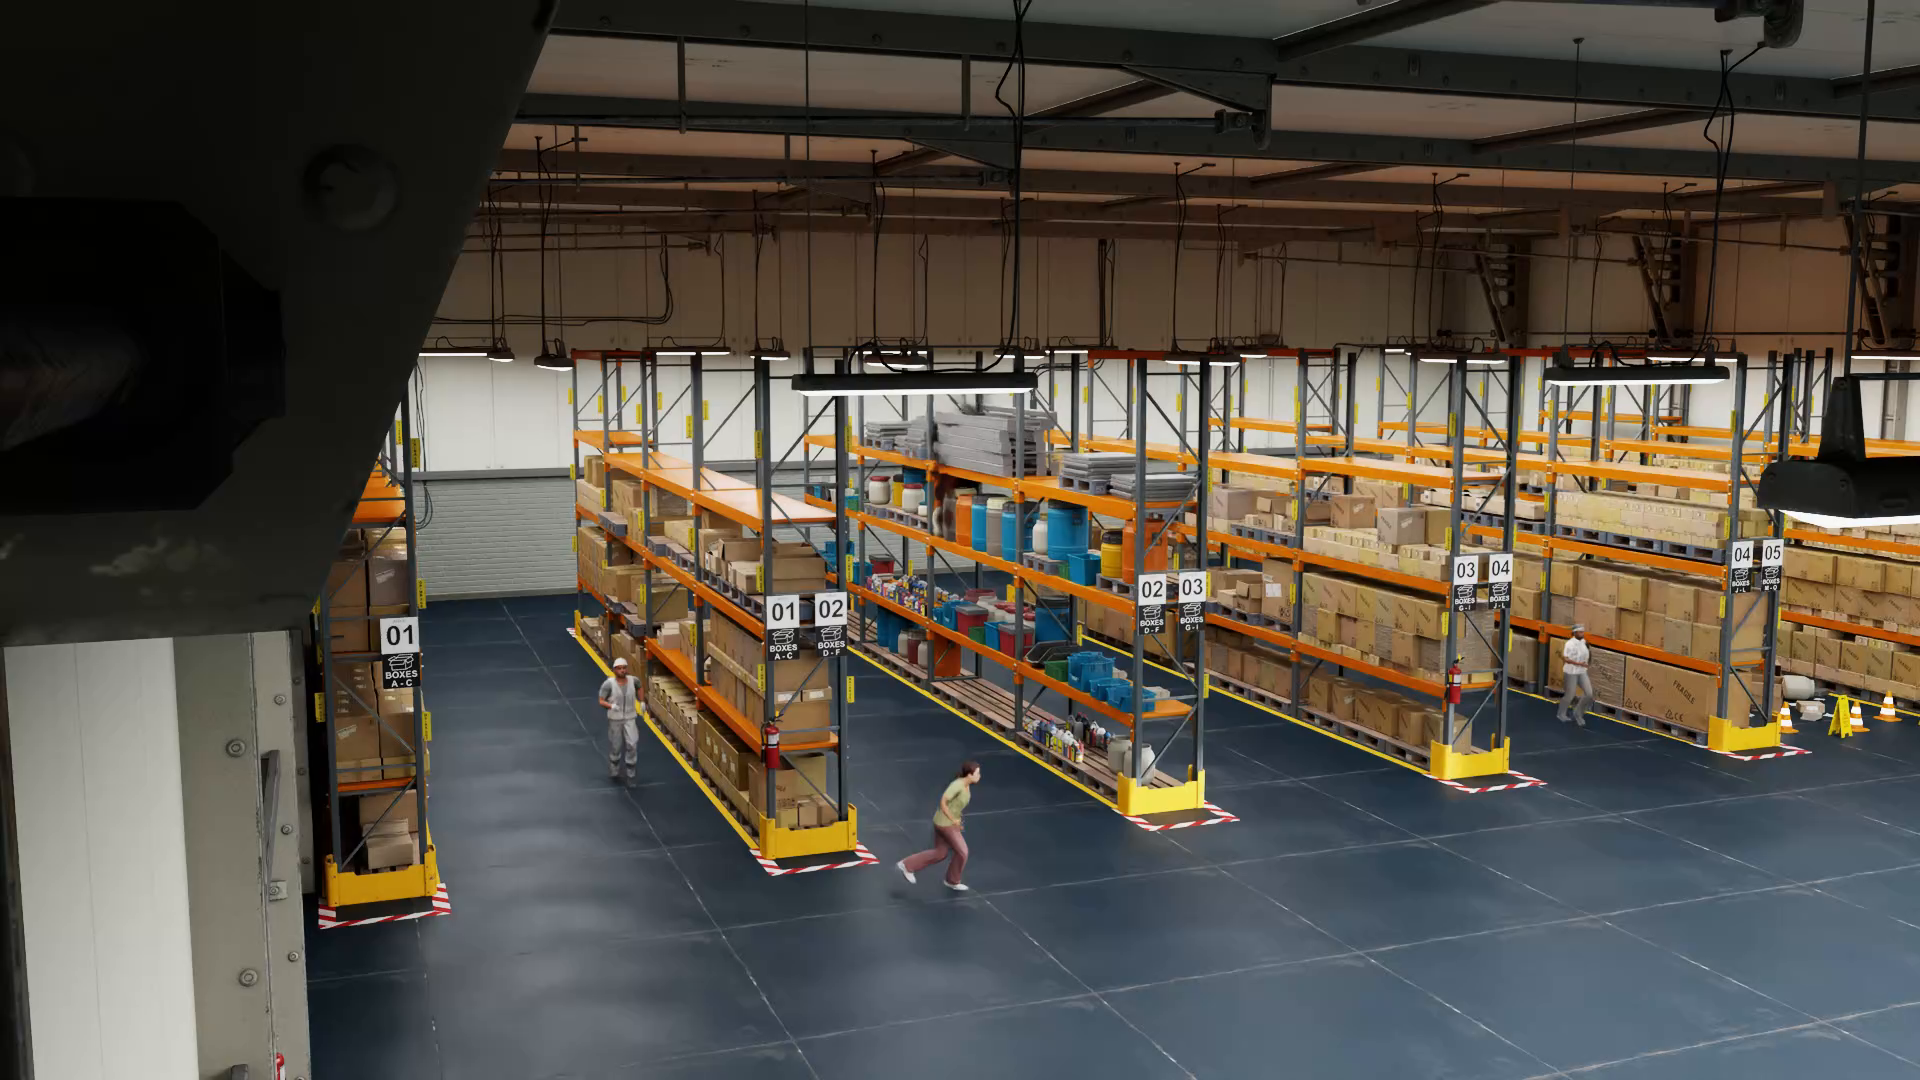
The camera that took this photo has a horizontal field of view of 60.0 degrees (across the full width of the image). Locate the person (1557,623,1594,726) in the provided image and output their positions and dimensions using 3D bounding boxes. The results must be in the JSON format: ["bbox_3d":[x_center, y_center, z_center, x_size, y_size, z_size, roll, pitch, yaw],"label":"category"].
[{"bbox_3d":[9.959,2.179,26.861,0.572,1.721,0.697,-3,8,-24],"label":"person"}]

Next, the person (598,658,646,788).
[{"bbox_3d":[-4.733,2.563,23.352,0.680,1.864,0.770,-3,8,-21],"label":"person"}]

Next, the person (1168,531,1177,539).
[{"bbox_3d":[5.104,0.424,40.457,0.694,1.715,0.652,4,8,31],"label":"person"}]

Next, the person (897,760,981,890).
[{"bbox_3d":[-0.238,3.263,18.941,0.958,1.534,0.582,1,7,12],"label":"person"}]
